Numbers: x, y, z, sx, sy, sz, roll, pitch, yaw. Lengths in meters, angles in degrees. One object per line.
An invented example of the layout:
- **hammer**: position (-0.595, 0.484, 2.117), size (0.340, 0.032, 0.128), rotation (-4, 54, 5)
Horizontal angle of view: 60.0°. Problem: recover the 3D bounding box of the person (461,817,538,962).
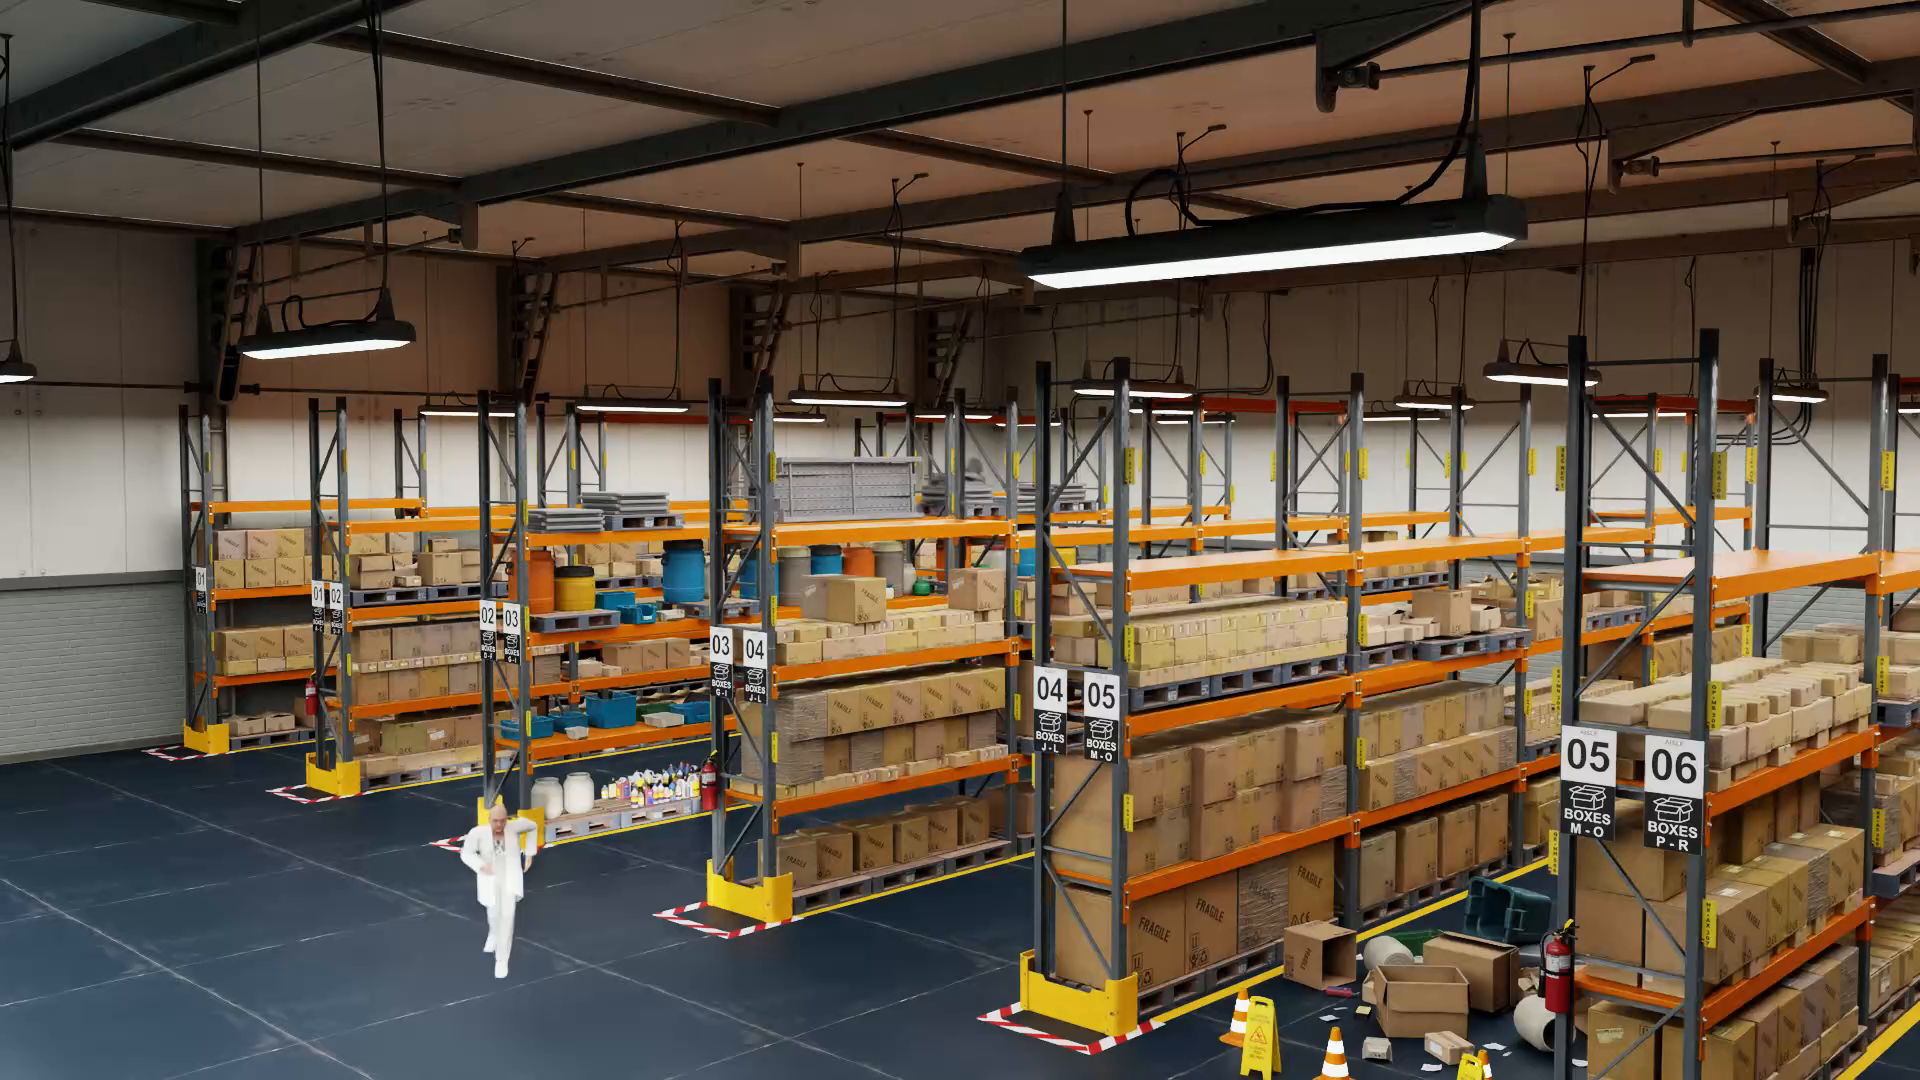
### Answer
- **person**: position (-4.649, 3.451, 16.795), size (0.755, 1.386, 0.905), rotation (-1, 3, -18)
